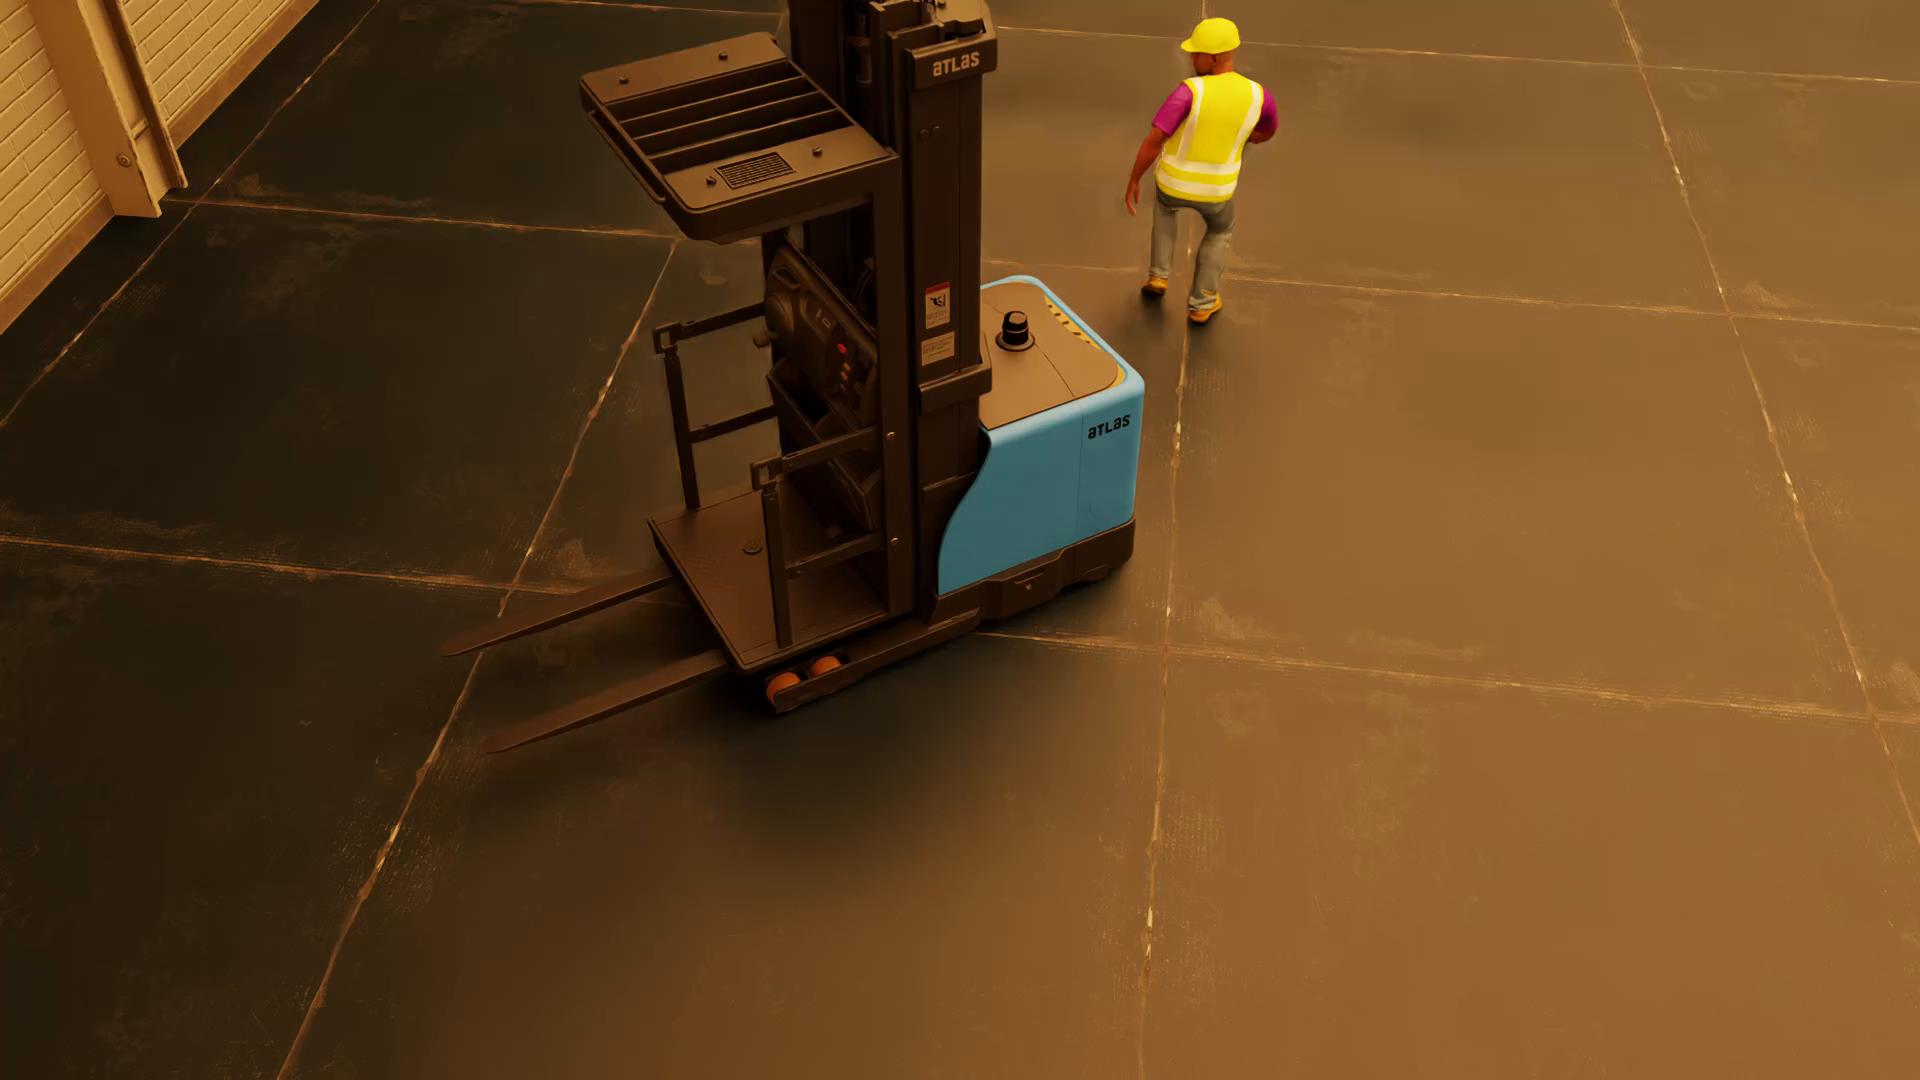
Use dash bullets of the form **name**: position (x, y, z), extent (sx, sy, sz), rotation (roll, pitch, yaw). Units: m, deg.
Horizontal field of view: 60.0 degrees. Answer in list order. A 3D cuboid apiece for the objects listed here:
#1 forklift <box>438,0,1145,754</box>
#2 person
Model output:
- **forklift**: position (-0.736, -0.761, 6.553), extent (3.031, 2.935, 1.130), rotation (-21, 46, -21)
- **person**: position (1.254, -1.912, 8.745), extent (0.753, 1.712, 0.753), rotation (4, 43, 5)
